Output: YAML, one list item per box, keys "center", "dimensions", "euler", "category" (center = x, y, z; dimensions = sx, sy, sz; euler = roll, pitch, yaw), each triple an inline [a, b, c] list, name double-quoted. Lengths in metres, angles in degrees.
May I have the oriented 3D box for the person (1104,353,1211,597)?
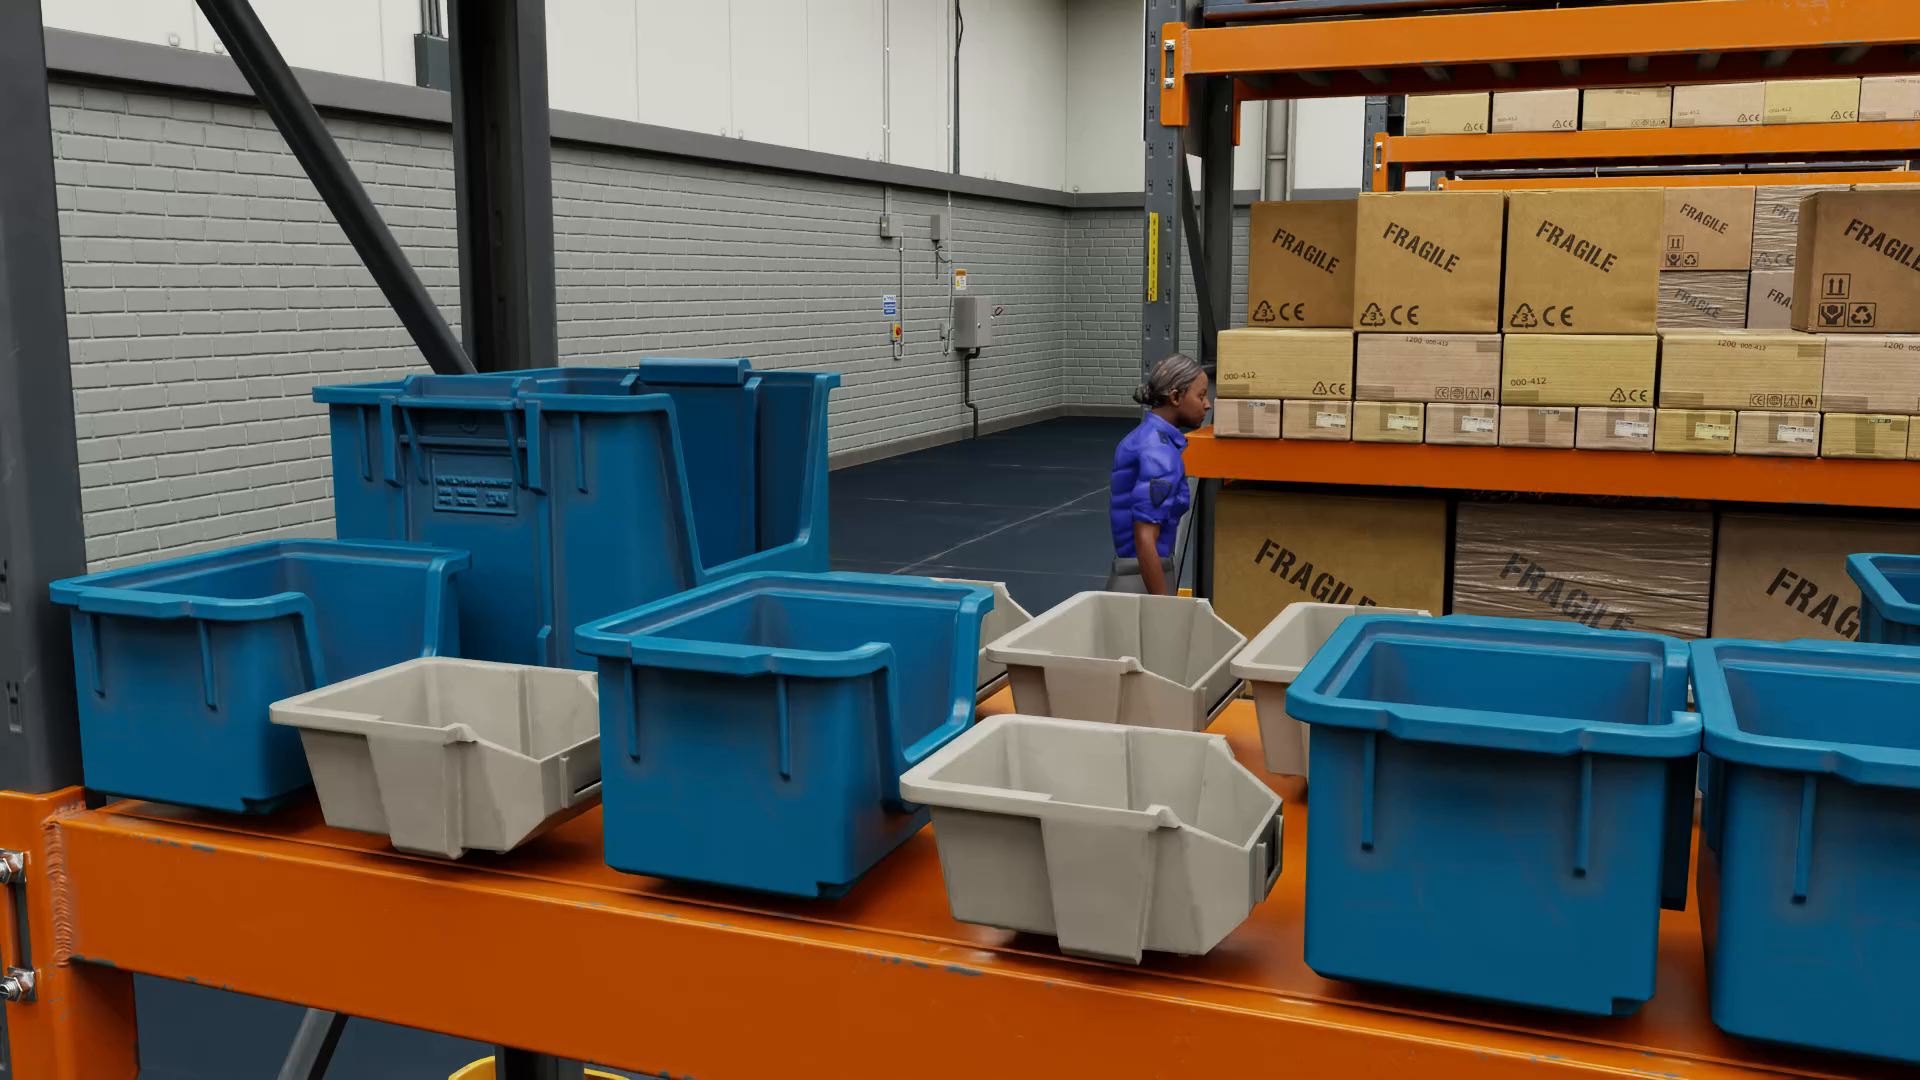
- center: [0.640, 0.217, 5.468]
  dimensions: [0.346, 1.656, 0.531]
  euler: [1, 9, 5]
  category: "person"
